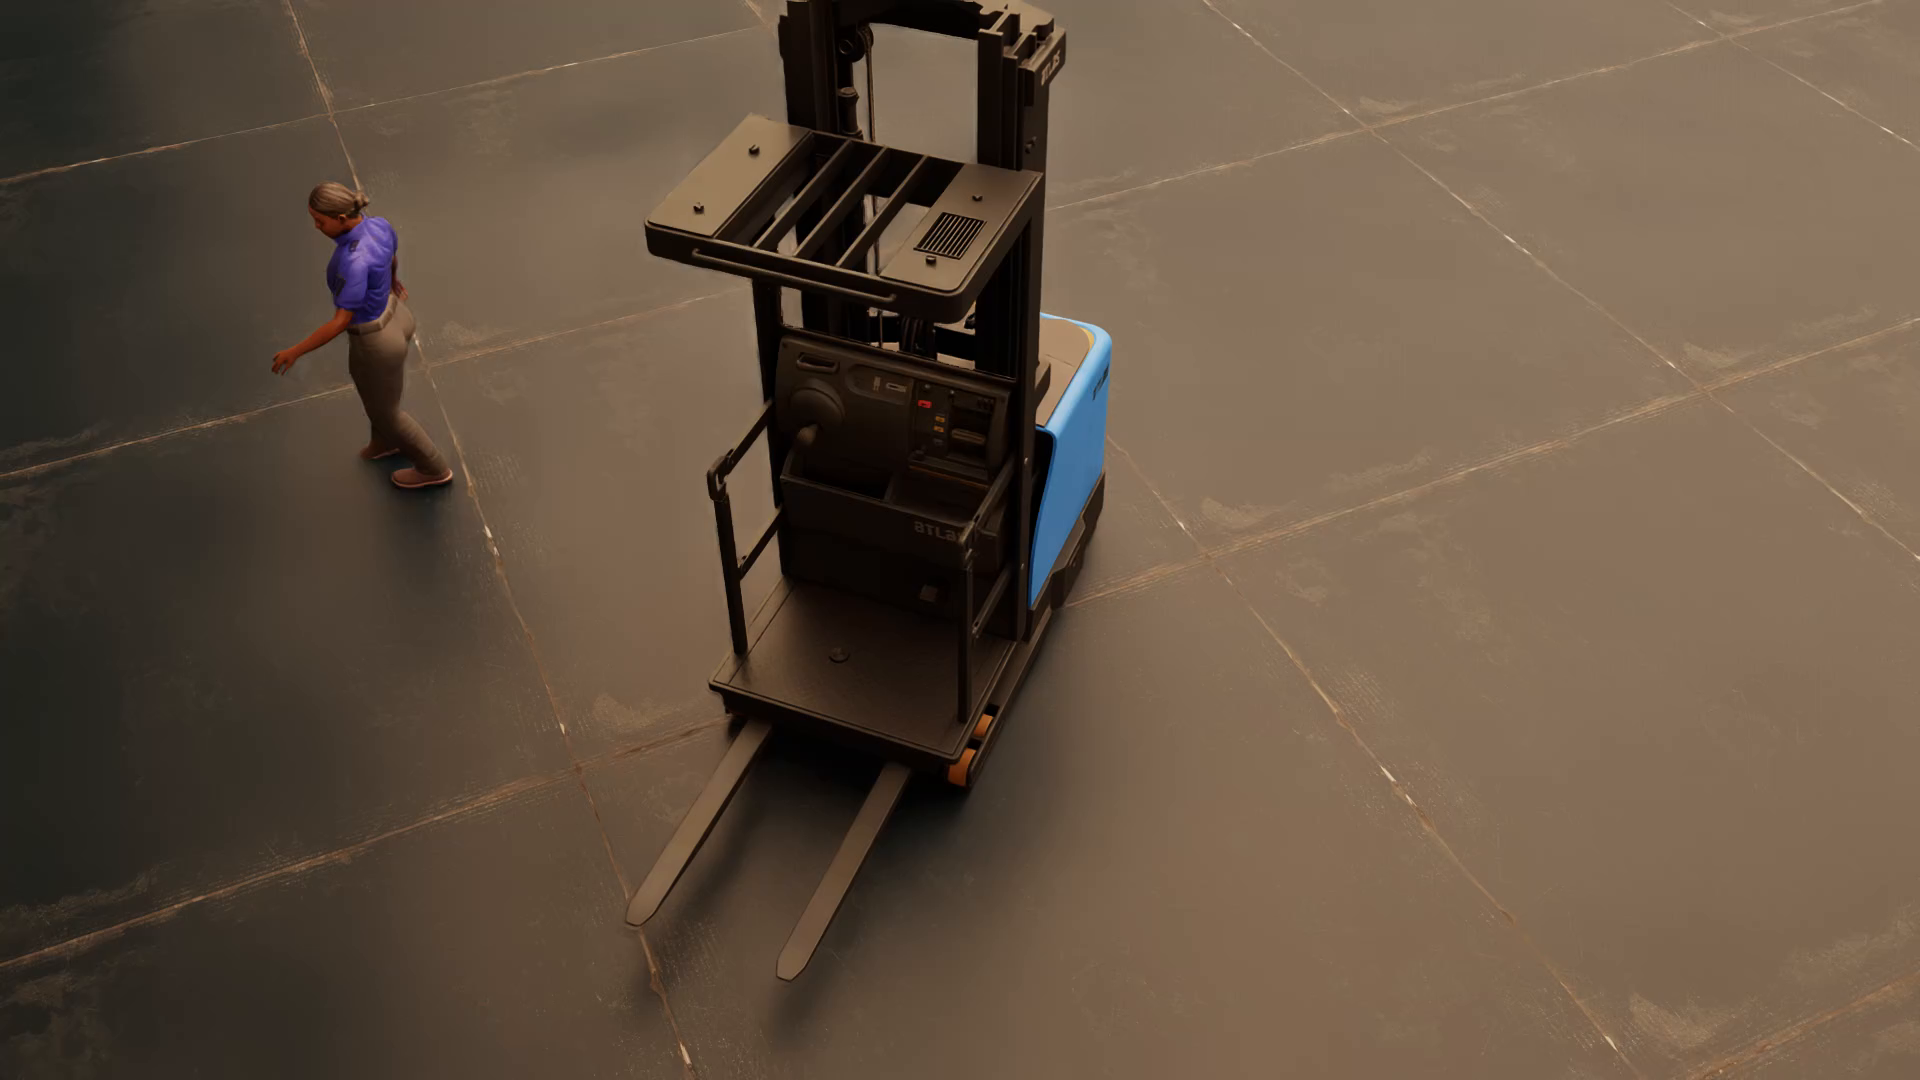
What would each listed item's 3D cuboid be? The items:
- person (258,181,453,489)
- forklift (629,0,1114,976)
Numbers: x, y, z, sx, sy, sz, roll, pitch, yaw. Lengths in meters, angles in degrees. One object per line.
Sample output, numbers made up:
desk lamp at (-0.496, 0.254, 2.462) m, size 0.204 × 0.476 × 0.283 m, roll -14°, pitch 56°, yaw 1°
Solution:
person at (-2.784, -0.934, 7.673) m, size 0.615 × 1.676 × 0.915 m, roll 1°, pitch 43°, yaw 2°
forklift at (-0.332, -0.416, 6.126) m, size 1.130 × 2.935 × 3.031 m, roll 15°, pitch 45°, yaw 16°
